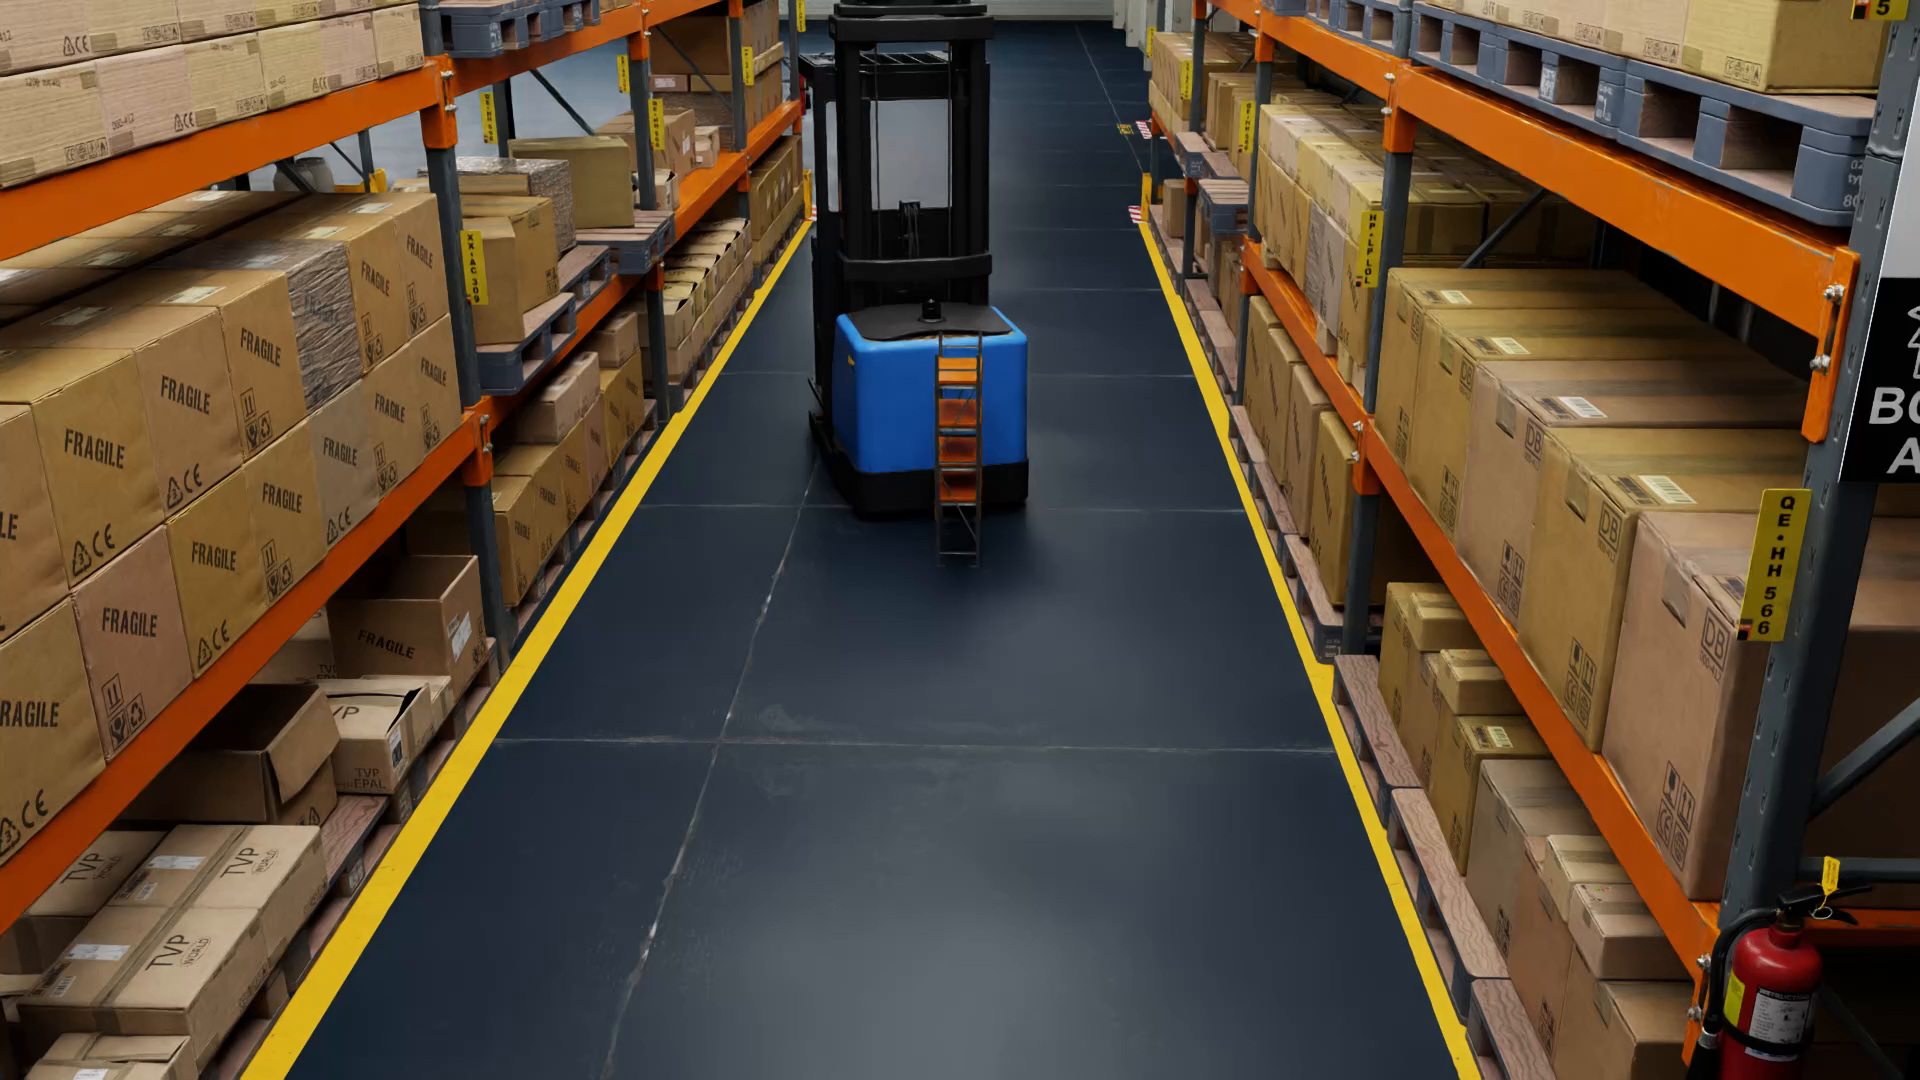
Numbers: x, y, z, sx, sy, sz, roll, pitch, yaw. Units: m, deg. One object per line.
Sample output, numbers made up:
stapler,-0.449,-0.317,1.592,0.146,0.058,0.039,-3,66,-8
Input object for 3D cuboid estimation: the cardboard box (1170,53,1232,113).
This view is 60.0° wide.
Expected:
cardboard box,2.248,-4.269,15.527,0.500,0.500,0.500,1,21,1

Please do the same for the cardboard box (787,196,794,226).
cardboard box,-2.034,-3.479,17.570,0.500,0.250,0.500,1,21,2

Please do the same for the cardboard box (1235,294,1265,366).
cardboard box,2.382,-1.479,12.042,0.700,0.500,0.500,1,21,2

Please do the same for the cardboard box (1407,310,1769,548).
cardboard box,2.230,-0.412,6.030,0.980,0.700,0.700,0,21,0

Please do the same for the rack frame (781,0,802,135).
rack frame,-2.296,-5.124,18.589,1.000,3.000,0.127,1,21,2

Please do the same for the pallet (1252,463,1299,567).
pallet,2.273,-0.154,9.635,1.003,0.211,1.213,1,21,2

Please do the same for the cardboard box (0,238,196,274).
cardboard box,-2.988,-0.758,5.817,0.500,0.500,0.500,0,21,0

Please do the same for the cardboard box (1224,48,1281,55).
cardboard box,2.797,-4.449,15.990,0.500,0.500,0.500,1,21,3

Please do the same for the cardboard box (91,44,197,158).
cardboard box,-2.471,-1.212,4.567,0.500,0.250,0.500,1,21,2

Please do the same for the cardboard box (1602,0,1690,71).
cardboard box,1.940,-1.313,4.108,0.500,0.250,0.500,0,21,0

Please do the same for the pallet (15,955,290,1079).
pallet,-2.757,1.645,4.997,1.003,0.211,1.213,1,21,2

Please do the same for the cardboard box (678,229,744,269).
cardboard box,-2.153,-2.516,14.311,0.500,0.311,0.500,1,21,3

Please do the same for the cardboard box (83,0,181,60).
cardboard box,-2.476,-1.445,4.476,0.500,0.250,0.500,1,21,2

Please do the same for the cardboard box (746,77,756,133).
cardboard box,-2.382,-4.257,16.216,0.700,0.500,0.500,1,21,2

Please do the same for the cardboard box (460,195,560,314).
cardboard box,-2.466,-1.446,8.390,0.700,0.500,0.500,4,22,10

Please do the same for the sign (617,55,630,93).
sign,-2.973,-4.124,14.705,0.100,0.325,0.005,1,21,2

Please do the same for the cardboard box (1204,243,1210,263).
cardboard box,2.520,-2.703,15.657,0.380,0.166,0.250,-2,21,-5

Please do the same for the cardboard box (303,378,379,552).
cardboard box,-2.448,-0.276,5.956,0.500,0.500,0.500,1,21,3

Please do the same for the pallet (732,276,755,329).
pallet,-2.401,-2.111,14.678,1.003,0.211,1.213,1,21,2

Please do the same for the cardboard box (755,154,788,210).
cardboard box,-2.047,-3.648,16.968,0.500,0.500,0.500,1,21,2

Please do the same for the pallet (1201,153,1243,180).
pallet,2.431,-2.805,12.877,1.003,0.211,1.213,1,21,2

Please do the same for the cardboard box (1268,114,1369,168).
cardboard box,2.125,-2.367,9.869,0.500,0.250,0.500,0,21,1

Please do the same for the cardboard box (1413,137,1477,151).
cardboard box,2.604,-1.999,8.921,0.500,0.250,0.500,0,21,0

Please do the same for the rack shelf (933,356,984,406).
rack shelf,-0.005,-0.866,9.015,0.258,0.148,0.480,1,21,2

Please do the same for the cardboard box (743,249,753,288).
cardboard box,-2.141,-2.439,14.888,0.500,0.250,0.500,0,21,1

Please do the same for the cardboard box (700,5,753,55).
cardboard box,-2.381,-4.854,15.960,0.700,0.500,0.500,1,21,2

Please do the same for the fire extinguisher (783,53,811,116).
fire extinguisher,-1.828,-5.126,18.700,0.296,0.674,0.183,1,21,2

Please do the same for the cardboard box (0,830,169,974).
cardboard box,-2.954,1.195,5.495,0.500,0.250,0.500,1,21,2

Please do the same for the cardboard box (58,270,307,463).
cardboard box,-2.463,-0.563,5.313,0.500,0.500,0.500,0,21,1

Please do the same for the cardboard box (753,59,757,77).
cardboard box,-2.181,-4.588,16.172,0.380,0.149,0.250,0,21,0

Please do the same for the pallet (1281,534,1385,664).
pallet,2.238,0.288,8.495,1.003,0.211,1.213,1,21,2

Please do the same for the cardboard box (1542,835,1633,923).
cardboard box,1.919,0.986,4.819,0.380,0.149,0.250,1,21,3

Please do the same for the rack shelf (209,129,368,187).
rack shelf,-7.308,-4.122,16.999,1.077,0.370,4.000,1,21,2

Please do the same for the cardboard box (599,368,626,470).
cardboard box,-2.349,-0.744,10.146,0.500,0.500,0.500,0,21,0

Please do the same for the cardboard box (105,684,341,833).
cardboard box,-2.713,0.853,6.028,0.797,0.503,0.637,1,21,2

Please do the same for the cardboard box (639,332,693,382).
cardboard box,-2.230,-1.332,12.035,0.500,0.250,0.500,1,21,1

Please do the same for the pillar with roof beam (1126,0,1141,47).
pillar with roof beam,-0.074,-16.330,39.176,9.100,9.000,0.400,1,21,2

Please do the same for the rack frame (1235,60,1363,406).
rack frame,2.412,-2.179,10.997,1.000,3.000,0.127,1,21,2

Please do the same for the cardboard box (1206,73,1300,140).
cardboard box,2.484,-3.693,14.153,0.700,0.500,0.500,1,21,2

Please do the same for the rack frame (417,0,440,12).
rack frame,-2.661,-3.582,6.321,1.000,3.000,0.127,1,21,2

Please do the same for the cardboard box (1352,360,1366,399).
cardboard box,2.018,-0.750,7.634,0.380,0.149,0.250,1,21,2

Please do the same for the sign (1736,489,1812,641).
sign,1.627,0.053,3.318,0.100,0.325,0.005,1,21,2

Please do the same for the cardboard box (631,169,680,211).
cardboard box,-2.319,-2.511,11.978,0.500,0.311,0.500,0,21,1

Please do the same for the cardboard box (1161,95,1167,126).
cardboard box,2.283,-4.283,16.600,0.500,0.250,0.500,1,21,2

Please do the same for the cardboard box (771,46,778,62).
cardboard box,-2.132,-5.146,17.610,0.380,0.149,0.250,0,21,1

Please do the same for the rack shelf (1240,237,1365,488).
rack shelf,2.351,-1.120,9.263,1.077,0.370,4.000,1,21,2

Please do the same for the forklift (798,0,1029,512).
forklift,-0.413,-2.031,10.711,1.130,2.935,3.031,-5,22,-12

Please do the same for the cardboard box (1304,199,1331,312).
cardboard box,2.082,-1.463,8.575,0.500,0.500,0.500,1,21,2

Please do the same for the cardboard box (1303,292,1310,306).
cardboard box,2.135,-1.400,9.309,0.380,0.149,0.250,1,21,2

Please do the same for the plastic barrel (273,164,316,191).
plastic barrel,-7.206,-3.796,18.024,0.421,0.512,0.421,0,21,0

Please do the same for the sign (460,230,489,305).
sign,-2.119,-1.186,7.242,0.100,0.325,0.005,1,21,2

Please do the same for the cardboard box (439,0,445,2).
cardboard box,-2.572,-2.654,7.219,0.600,0.600,0.600,-1,21,-3

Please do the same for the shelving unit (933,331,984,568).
shelving unit,-0.005,-0.500,9.158,0.258,1.200,0.503,1,21,2

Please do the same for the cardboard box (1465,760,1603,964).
cardboard box,2.120,1.067,5.508,0.700,0.500,0.500,0,21,0

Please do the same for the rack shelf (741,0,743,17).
rack shelf,-2.357,-5.464,16.312,1.077,0.370,4.000,1,21,2

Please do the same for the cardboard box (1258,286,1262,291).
cardboard box,2.462,-2.034,12.436,0.500,0.250,0.500,1,21,3
